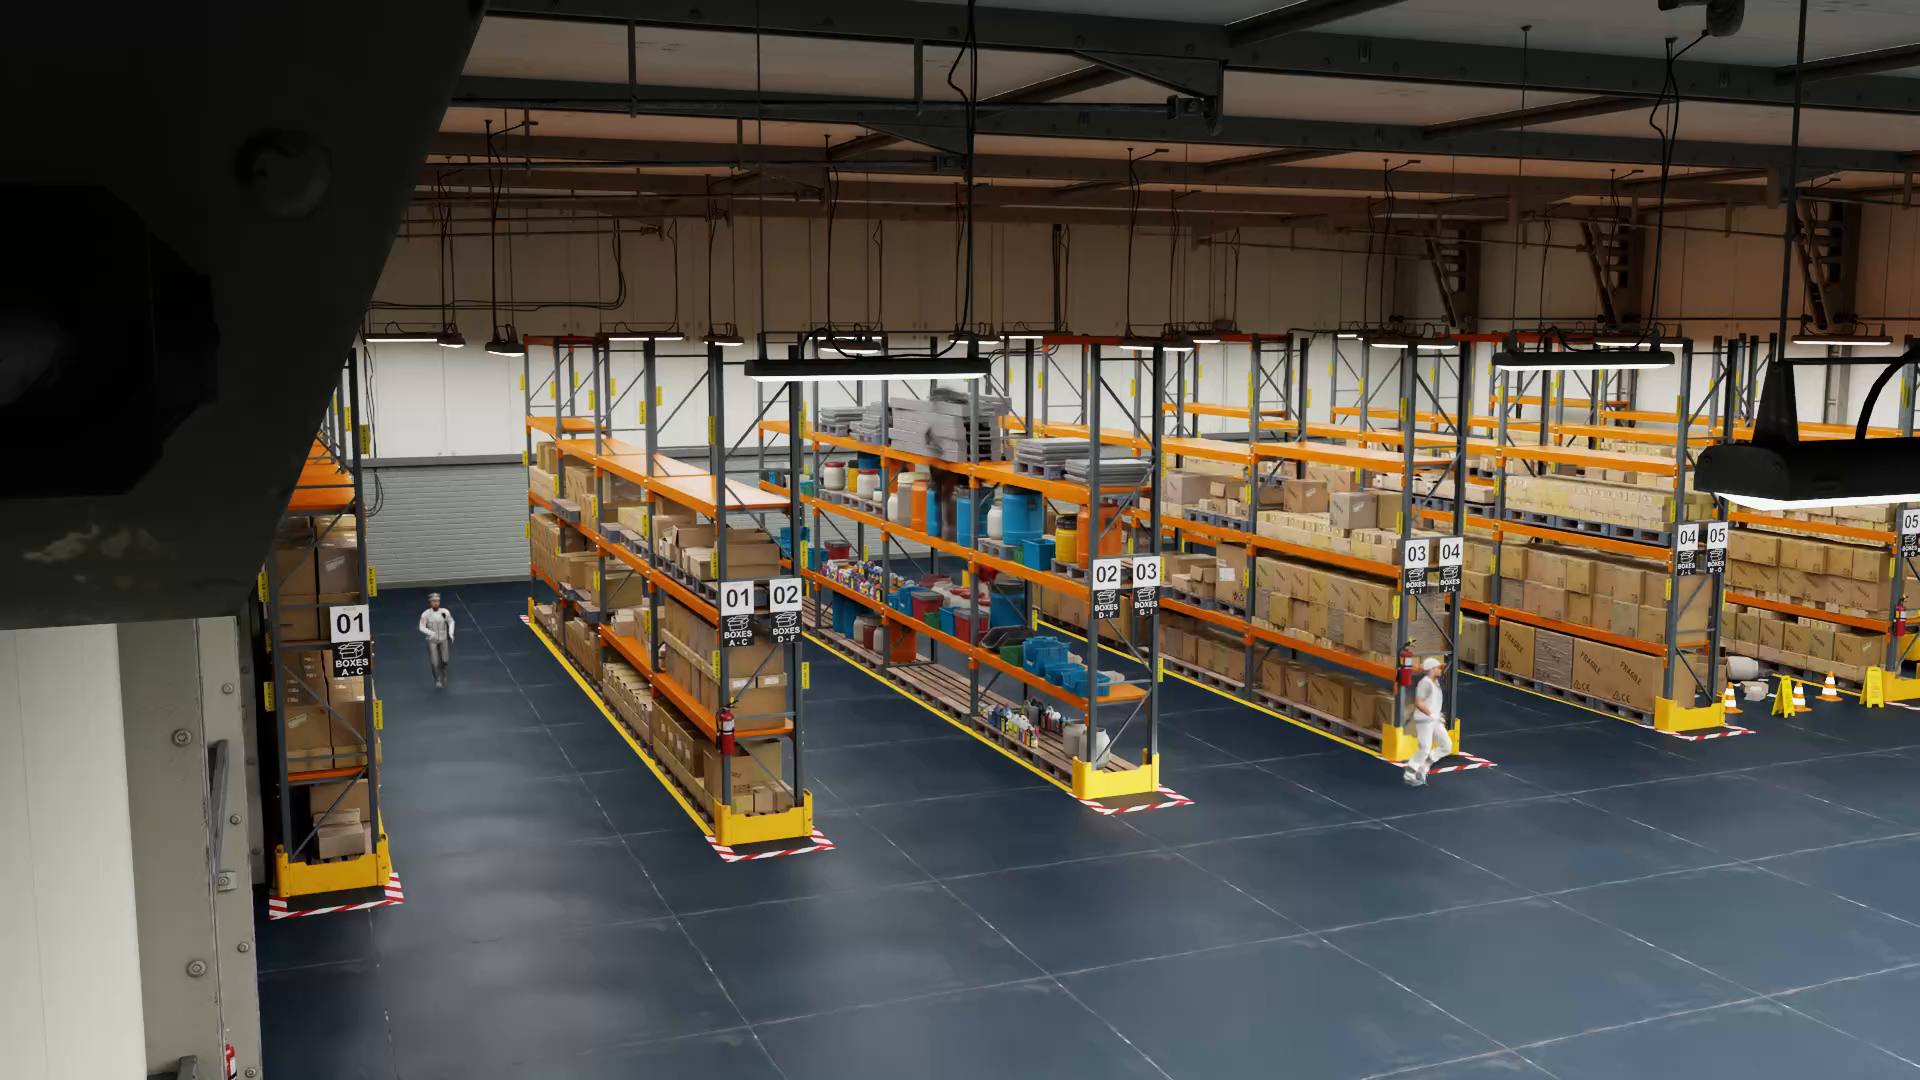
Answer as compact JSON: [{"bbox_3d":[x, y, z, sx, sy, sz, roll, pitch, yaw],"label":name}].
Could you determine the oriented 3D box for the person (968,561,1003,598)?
[{"bbox_3d":[0.530,0.968,34.181,0.650,1.731,0.933,-4,8,-25],"label":"person"}]

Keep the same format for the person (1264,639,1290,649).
[{"bbox_3d":[6.168,1.220,32.268,0.638,1.727,0.828,-5,9,-32],"label":"person"}]

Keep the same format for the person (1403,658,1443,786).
[{"bbox_3d":[6.367,2.405,22.659,0.434,1.602,0.719,6,9,36],"label":"person"}]

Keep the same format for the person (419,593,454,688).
[{"bbox_3d":[-8.958,1.725,28.543,0.604,1.659,0.495,-3,8,-23],"label":"person"}]
